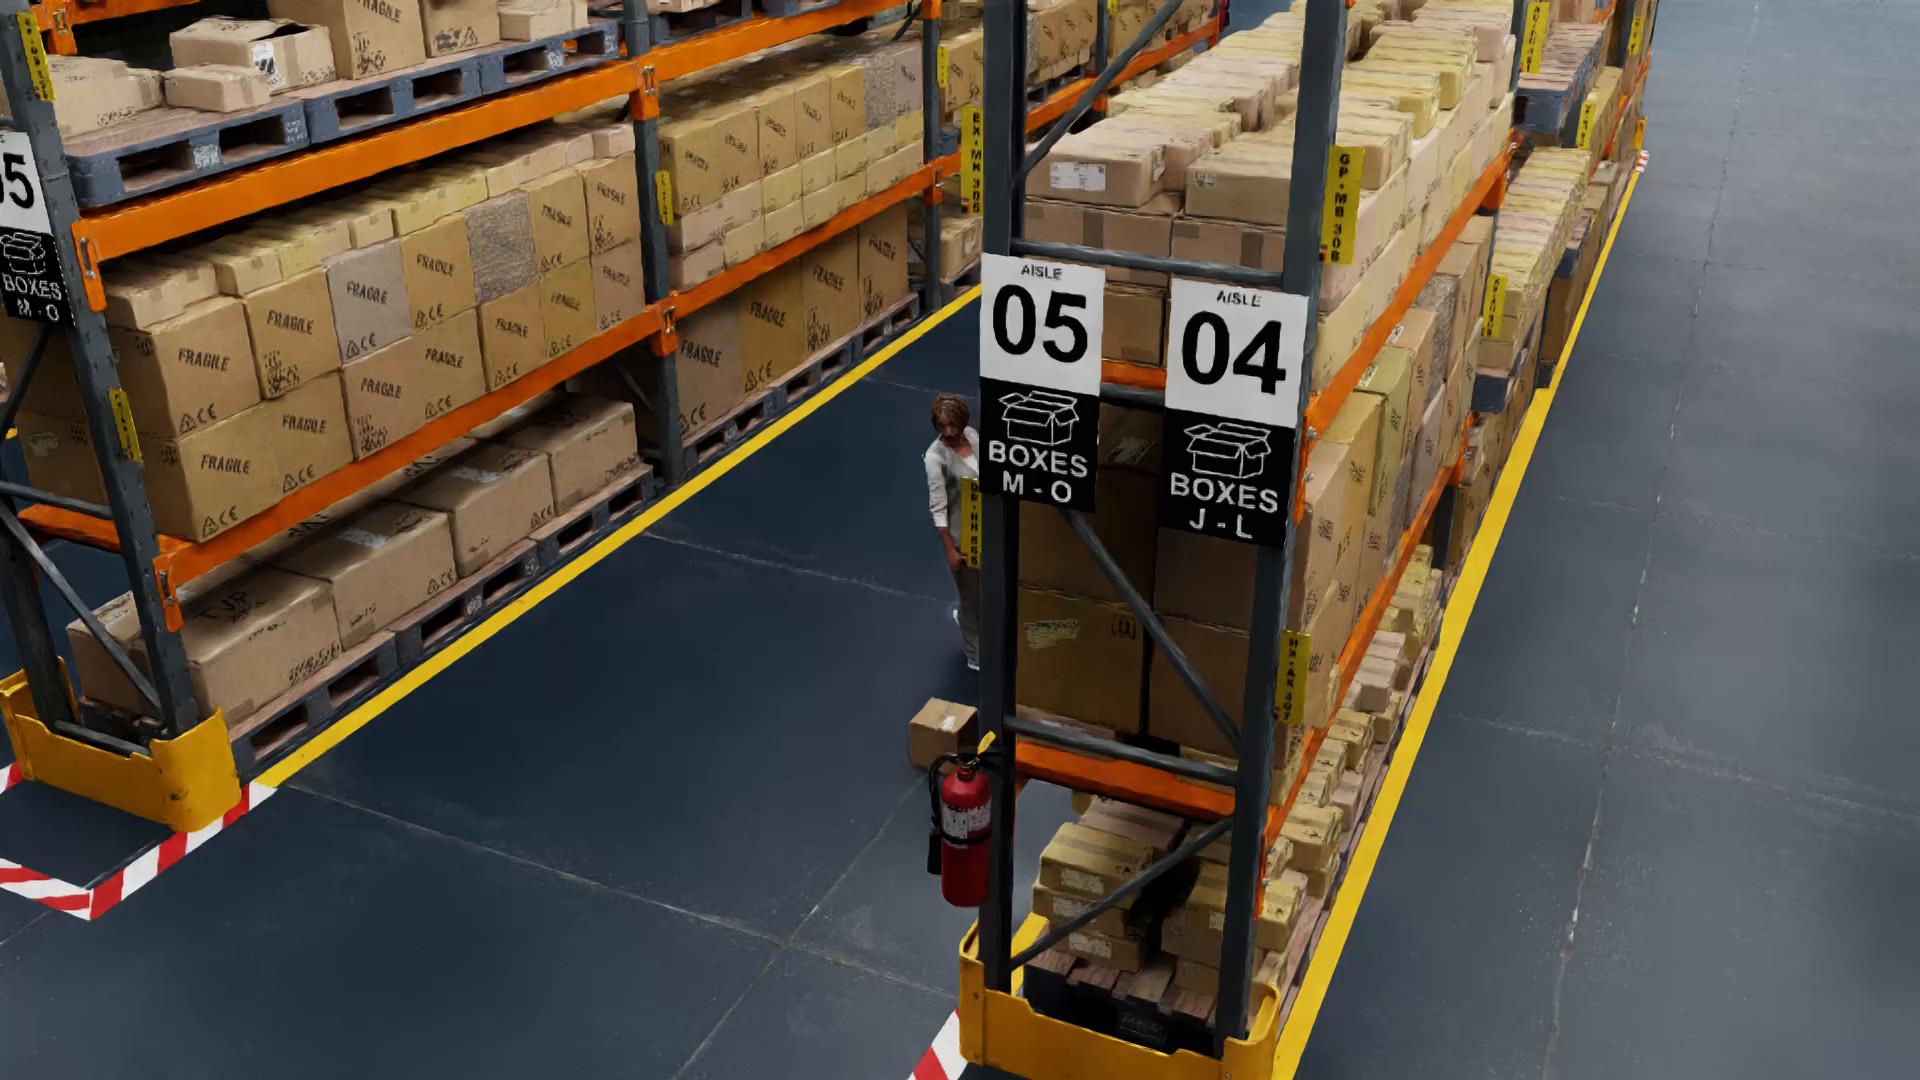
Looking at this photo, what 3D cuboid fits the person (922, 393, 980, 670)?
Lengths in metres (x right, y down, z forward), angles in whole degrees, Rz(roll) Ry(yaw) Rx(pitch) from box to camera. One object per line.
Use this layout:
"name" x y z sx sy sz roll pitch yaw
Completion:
"person" 0.066 -0.010 8.665 0.443 1.582 0.491 21 33 35
